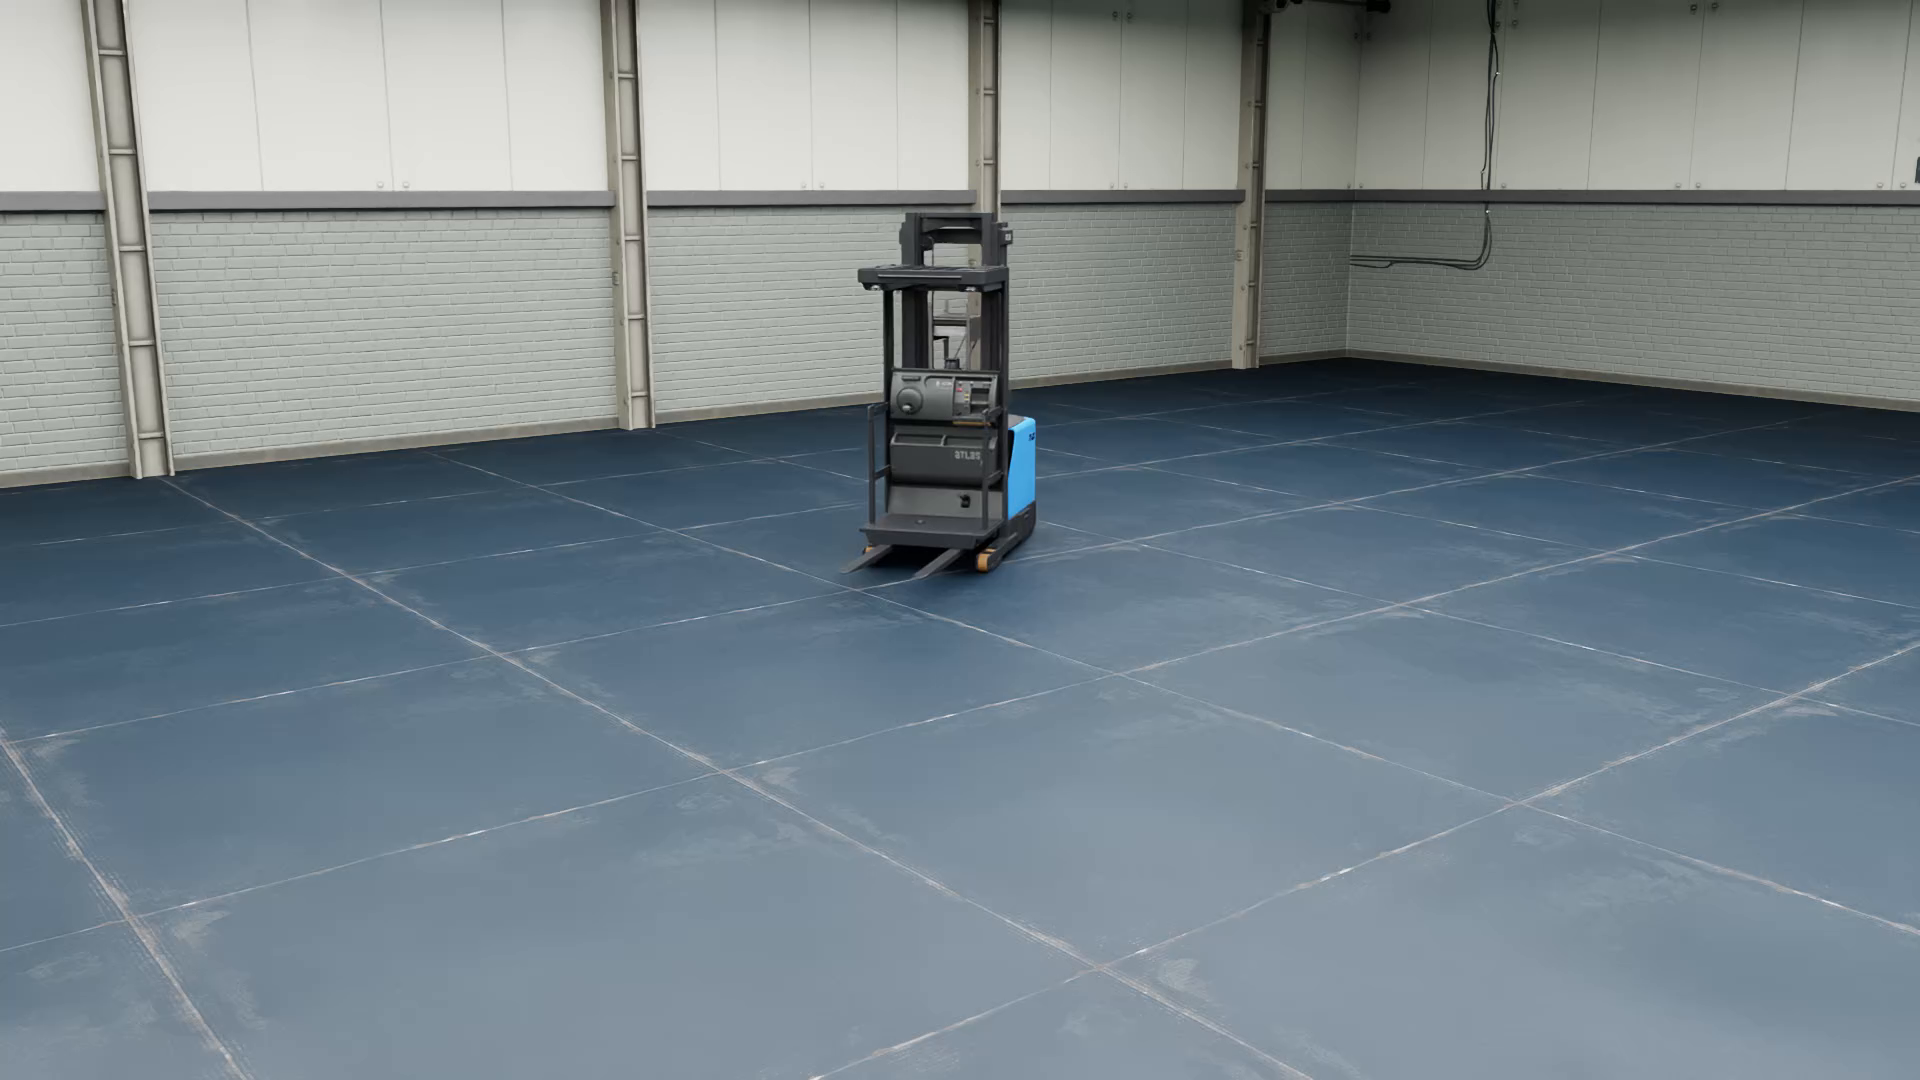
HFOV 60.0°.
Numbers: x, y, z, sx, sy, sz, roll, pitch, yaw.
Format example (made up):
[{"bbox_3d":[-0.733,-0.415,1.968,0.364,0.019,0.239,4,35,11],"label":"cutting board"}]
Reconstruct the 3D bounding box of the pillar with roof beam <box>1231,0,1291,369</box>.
[{"bbox_3d":[7.746,-6.763,25.312,0.548,9.000,9.100,-9,15,-38],"label":"pillar with roof beam"}]

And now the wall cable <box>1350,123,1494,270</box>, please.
[{"bbox_3d":[8.183,-6.110,29.713,0.112,2.526,3.097,-9,15,-38],"label":"wall cable"}]

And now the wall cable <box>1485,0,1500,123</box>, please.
[{"bbox_3d":[9.873,-8.141,27.122,0.112,2.526,3.097,-9,15,-38],"label":"wall cable"}]

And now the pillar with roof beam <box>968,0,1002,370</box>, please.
[{"bbox_3d":[3.061,-5.984,21.645,0.400,9.000,9.100,-9,15,-38],"label":"pillar with roof beam"}]

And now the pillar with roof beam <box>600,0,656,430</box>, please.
[{"bbox_3d":[-1.624,-5.206,17.979,0.400,9.000,9.100,-9,15,-38],"label":"pillar with roof beam"}]

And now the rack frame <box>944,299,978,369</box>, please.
[{"bbox_3d":[0.044,-1.265,16.032,0.400,2.100,0.015,4,13,16],"label":"rack frame"}]

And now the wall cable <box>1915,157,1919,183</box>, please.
[{"bbox_3d":[14.102,-7.750,21.776,0.169,6.003,2.305,-9,15,-38],"label":"wall cable"}]

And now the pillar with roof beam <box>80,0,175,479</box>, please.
[{"bbox_3d":[-6.309,-4.427,14.312,0.400,9.000,9.100,-9,15,-38],"label":"pillar with roof beam"}]

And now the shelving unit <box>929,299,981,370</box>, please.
[{"bbox_3d":[-0.026,-1.217,15.803,0.431,2.100,0.503,4,13,16],"label":"shelving unit"}]

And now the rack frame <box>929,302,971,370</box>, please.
[{"bbox_3d":[-0.097,-1.168,15.574,0.400,2.100,0.015,4,13,16],"label":"rack frame"}]

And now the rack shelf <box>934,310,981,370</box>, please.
[{"bbox_3d":[-0.026,-1.888,15.660,0.431,0.518,0.480,4,13,16],"label":"rack shelf"}]

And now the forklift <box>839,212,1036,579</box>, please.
[{"bbox_3d":[-0.193,-1.248,13.949,1.130,2.935,3.031,3,12,16],"label":"forklift"}]

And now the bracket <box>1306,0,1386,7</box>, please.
[{"bbox_3d":[6.992,-9.449,29.296,3.189,0.066,0.076,-9,15,-38],"label":"bracket"}]

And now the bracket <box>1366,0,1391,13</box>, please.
[{"bbox_3d":[7.453,-9.525,29.657,0.430,0.232,0.235,-9,15,-38],"label":"bracket"}]

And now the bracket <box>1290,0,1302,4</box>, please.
[{"bbox_3d":[5.603,-9.218,28.209,0.430,0.232,0.235,-9,15,-38],"label":"bracket"}]
